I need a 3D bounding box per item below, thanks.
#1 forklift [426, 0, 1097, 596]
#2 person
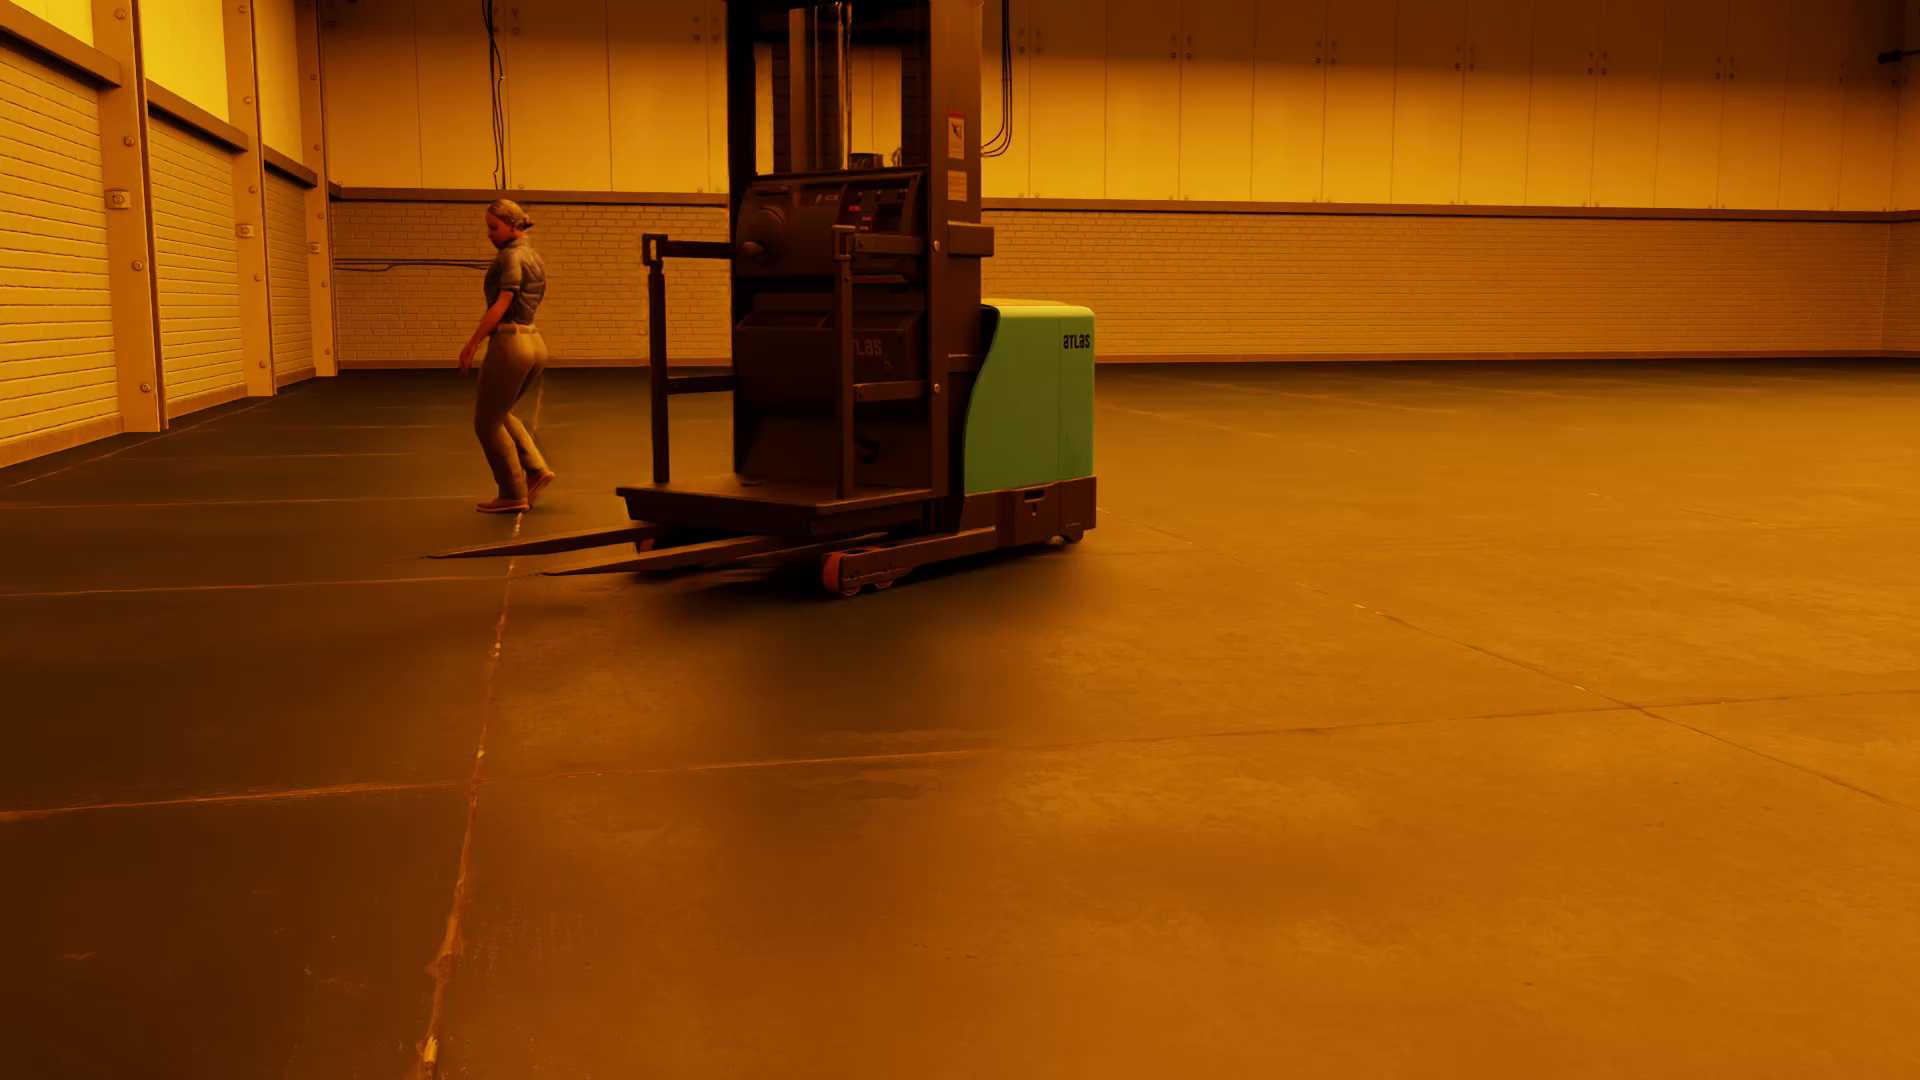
[{"bbox_3d":[-0.664,-1.317,6.545,1.130,2.935,3.031,6,10,36],"label":"forklift"},{"bbox_3d":[-2.403,-0.948,8.677,0.434,1.640,0.709,2,8,12],"label":"person"}]
